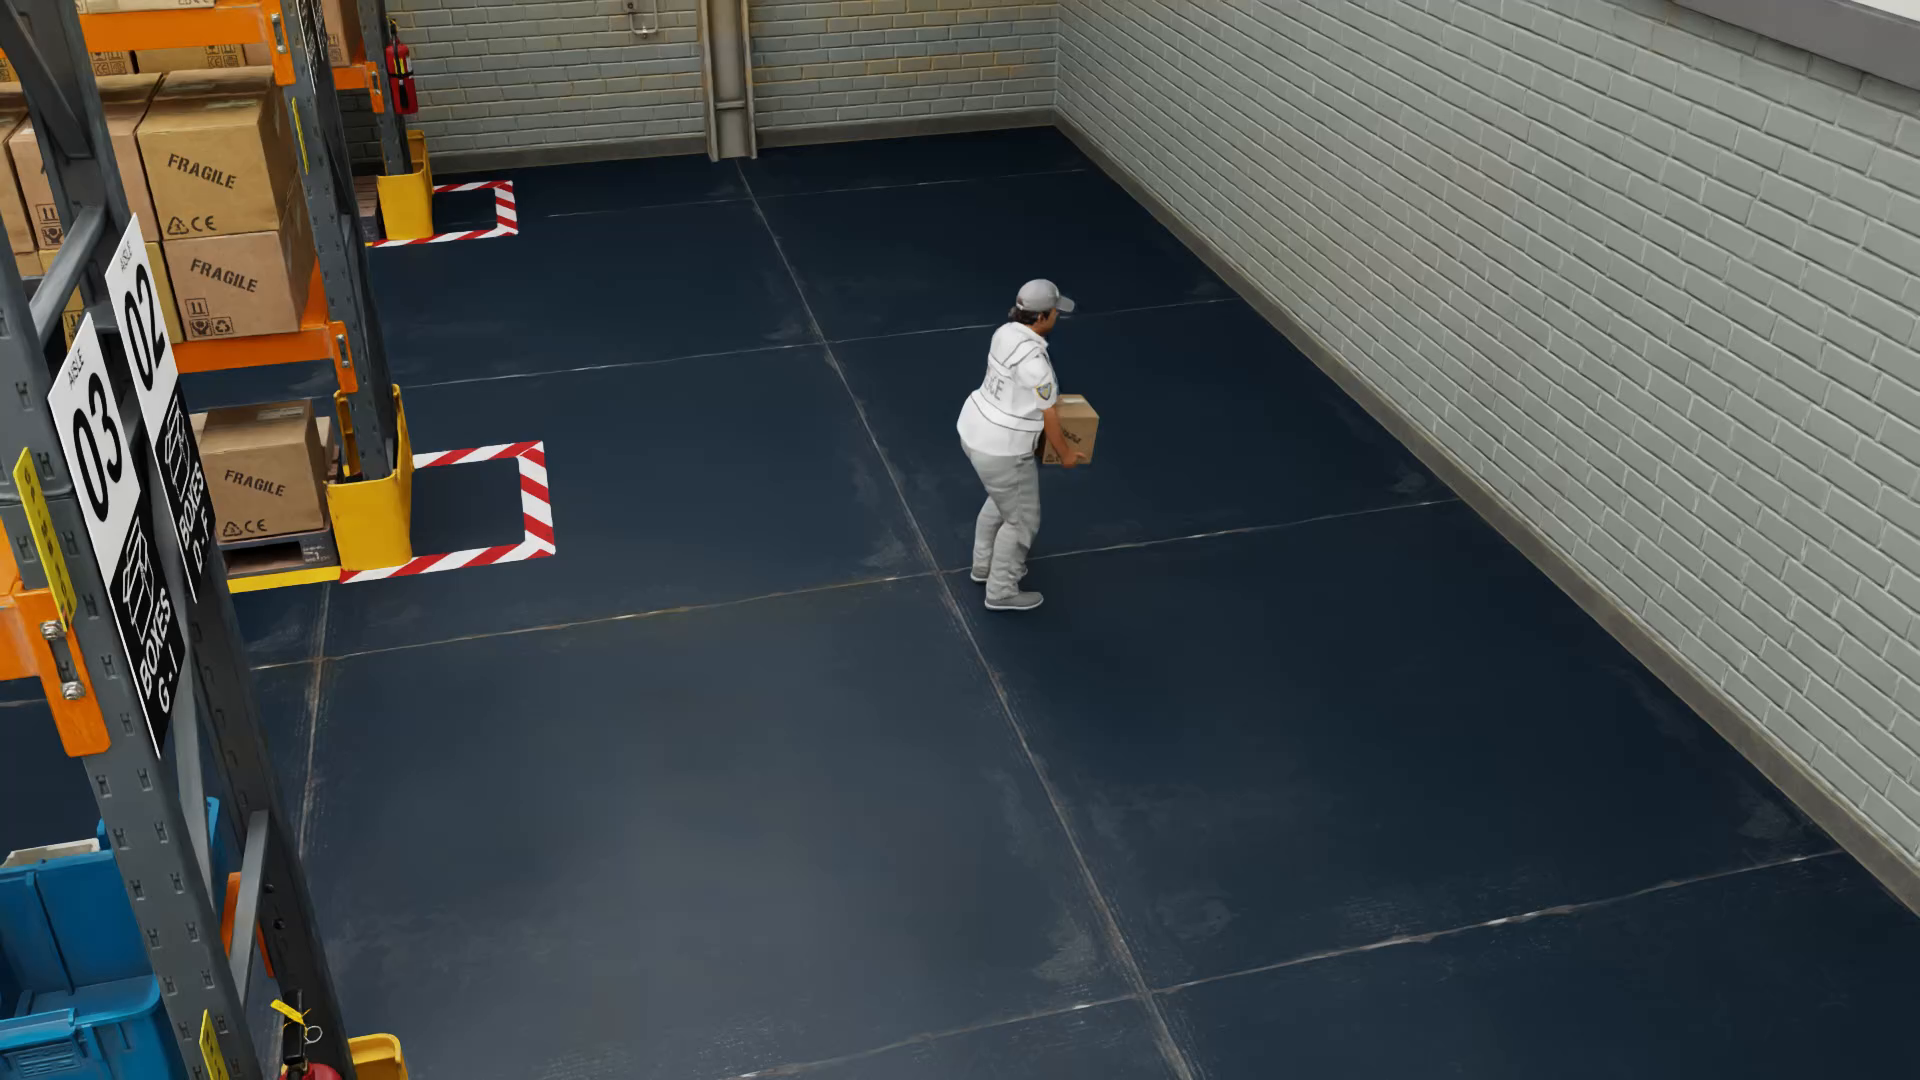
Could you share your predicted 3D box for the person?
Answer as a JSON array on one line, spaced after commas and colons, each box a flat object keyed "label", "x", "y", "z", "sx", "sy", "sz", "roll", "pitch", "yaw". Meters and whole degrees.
[{"label": "person", "x": 0.285, "y": -0.459, "z": 7.944, "sx": 0.581, "sy": 1.639, "sz": 0.452, "roll": -8, "pitch": 31, "yaw": -14}]
